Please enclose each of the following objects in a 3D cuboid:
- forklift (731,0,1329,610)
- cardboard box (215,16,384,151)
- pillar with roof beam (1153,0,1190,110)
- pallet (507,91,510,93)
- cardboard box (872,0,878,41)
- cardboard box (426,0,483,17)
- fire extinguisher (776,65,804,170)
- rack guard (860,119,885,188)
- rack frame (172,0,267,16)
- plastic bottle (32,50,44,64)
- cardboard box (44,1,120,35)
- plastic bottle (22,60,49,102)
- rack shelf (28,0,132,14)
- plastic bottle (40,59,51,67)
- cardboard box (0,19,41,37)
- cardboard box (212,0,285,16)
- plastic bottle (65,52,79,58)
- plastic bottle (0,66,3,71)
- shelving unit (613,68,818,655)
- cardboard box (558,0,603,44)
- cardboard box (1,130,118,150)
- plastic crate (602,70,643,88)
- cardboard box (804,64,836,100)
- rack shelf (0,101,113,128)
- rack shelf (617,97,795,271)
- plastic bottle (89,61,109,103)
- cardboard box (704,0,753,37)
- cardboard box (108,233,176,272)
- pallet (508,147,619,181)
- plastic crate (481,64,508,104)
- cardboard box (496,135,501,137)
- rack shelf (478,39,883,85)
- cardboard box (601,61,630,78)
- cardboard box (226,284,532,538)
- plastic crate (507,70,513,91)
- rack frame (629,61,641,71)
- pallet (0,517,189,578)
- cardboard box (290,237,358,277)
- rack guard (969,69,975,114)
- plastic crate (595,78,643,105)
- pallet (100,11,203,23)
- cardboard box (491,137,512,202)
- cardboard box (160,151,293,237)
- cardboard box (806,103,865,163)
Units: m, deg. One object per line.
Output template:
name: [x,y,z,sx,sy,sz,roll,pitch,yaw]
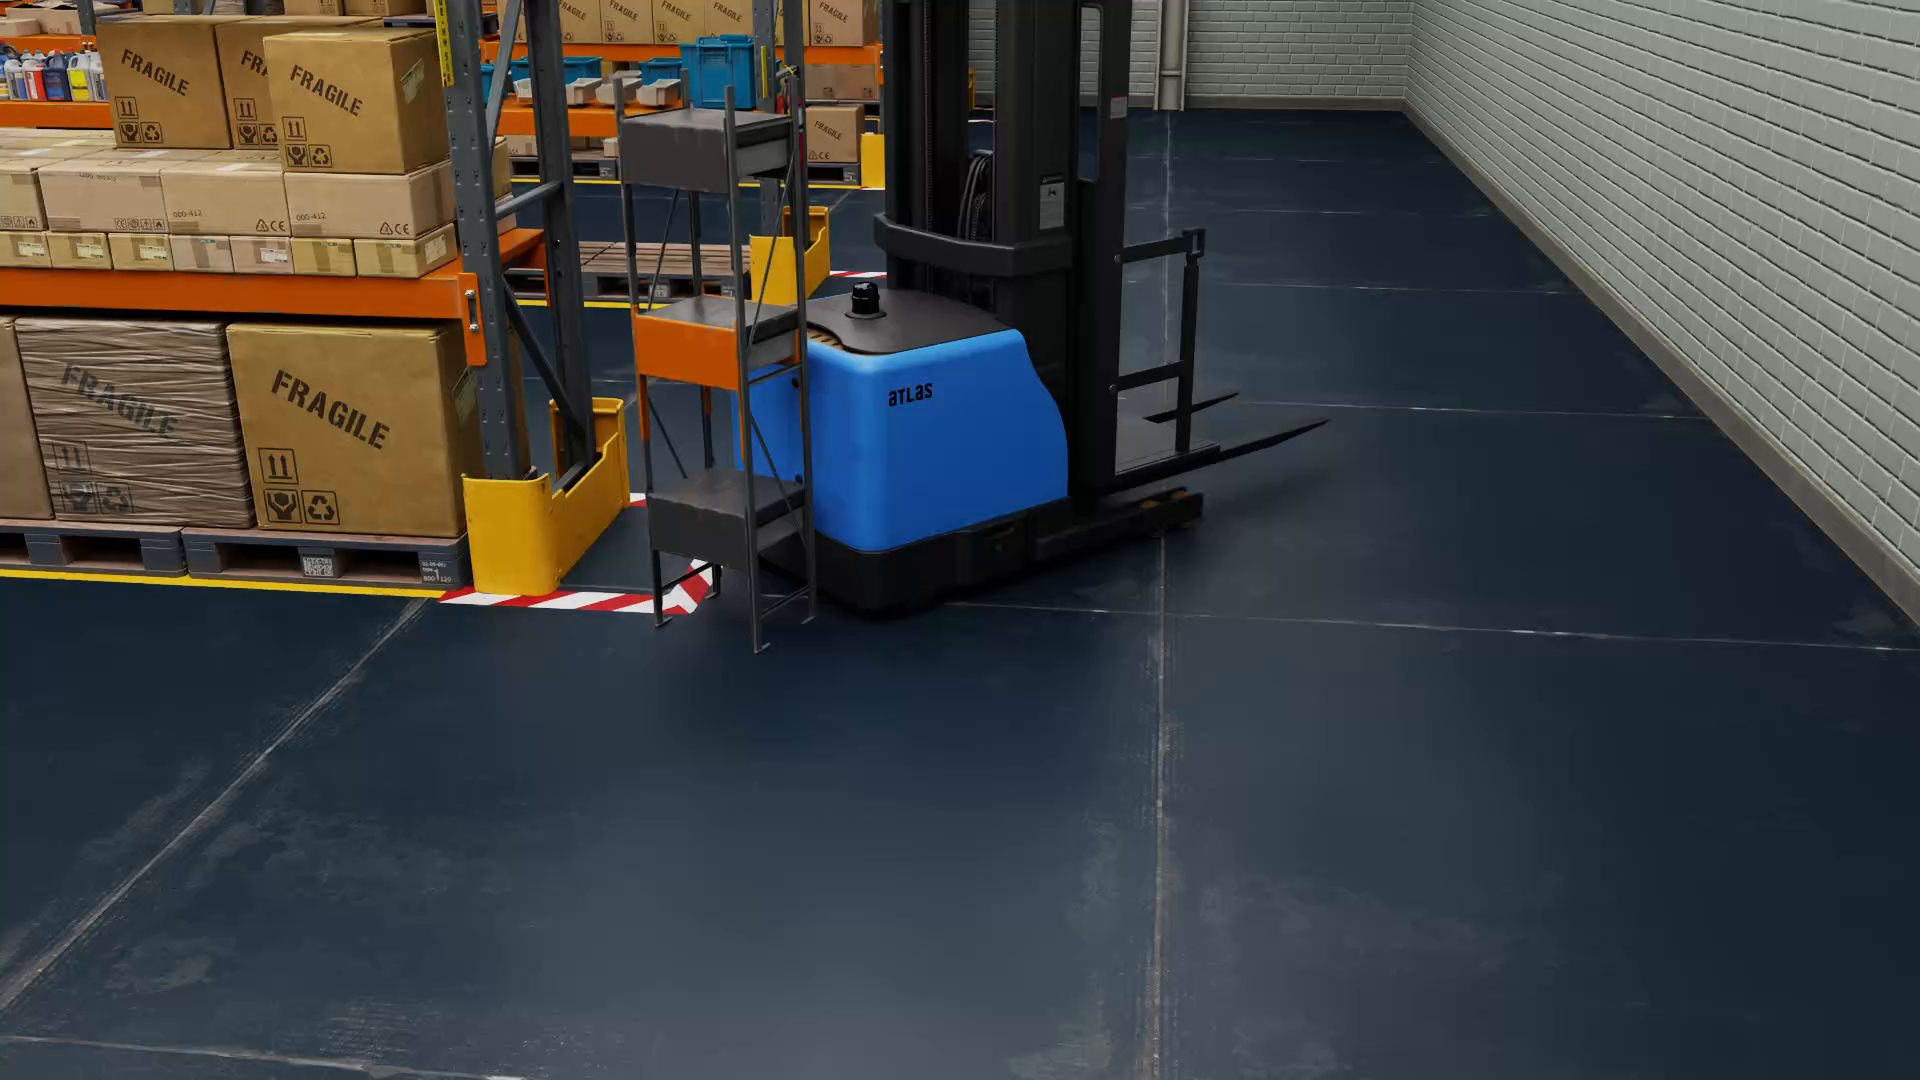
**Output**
forklift: [0.481,-1.508,7.268,3.031,2.935,1.130,-17,27,-36]
cardboard box: [-2.756,-1.940,7.047,0.500,0.500,0.500,2,22,5]
pillar with roof beam: [2.211,-8.224,16.003,0.400,9.000,9.100,2,22,6]
pallet: [-6.028,-5.741,21.675,1.213,0.211,1.003,2,22,6]
cardboard box: [-1.054,-5.160,16.277,0.500,0.500,0.500,3,22,7]
cardboard box: [-5.061,-5.516,16.604,0.500,0.500,0.700,-5,22,-12]
fire extinguisher: [-1.135,-2.808,11.076,0.183,0.674,0.296,2,22,6]
rack guard: [-0.720,-3.839,16.471,0.348,0.500,1.175,2,22,6]
rack frame: [-5.204,-3.363,11.867,0.127,3.000,1.000,2,22,6]
plastic bottle: [-6.880,-3.528,12.458,0.097,0.271,0.097,0,22,0]
cardboard box: [-8.945,-5.335,16.975,0.500,0.311,0.500,4,22,10]
plastic bottle: [-6.497,-3.242,11.730,0.135,0.276,0.152,2,22,6]
rack shelf: [-9.996,-6.905,21.805,4.000,0.370,1.077,2,22,6]
plastic bottle: [-6.500,-3.286,11.848,0.097,0.271,0.097,0,22,0]
cardboard box: [-9.515,-5.166,16.768,0.250,0.149,0.380,2,22,6]
cardboard box: [-7.065,-5.491,16.542,0.500,0.500,0.700,7,23,16]
plastic bottle: [-6.556,-3.449,12.253,0.135,0.276,0.152,2,22,6]
plastic bottle: [-6.861,-3.258,11.770,0.135,0.276,0.152,2,22,6]
shelving unit: [-0.890,-0.649,6.224,0.503,2.100,0.431,12,25,28]
cardboard box: [-3.634,-5.076,16.062,0.500,0.500,0.500,3,22,7]
cardboard box: [-3.793,-1.634,7.291,0.500,0.250,0.500,2,22,5]
plastic crate: [-2.420,-3.300,11.984,0.298,0.136,0.250,2,22,6]
cardboard box: [-1.769,-5.877,21.054,0.500,0.500,0.700,2,22,5]
rack shelf: [-7.190,-3.115,12.218,4.000,0.370,1.077,2,22,6]
rack shelf: [-0.893,-1.288,5.973,0.480,0.518,0.431,12,25,28]
plastic bottle: [-5.996,-3.220,11.675,0.135,0.276,0.152,2,22,6]
cardboard box: [-2.132,-5.010,15.896,0.500,0.500,0.500,3,22,7]
cardboard box: [-3.221,-1.204,6.747,0.250,0.149,0.380,2,22,5]
pallet: [-3.935,-3.845,16.878,1.213,0.211,1.003,2,22,6]
plastic crate: [-3.301,-3.136,11.437,0.300,0.233,0.416,2,22,6]
cardboard box: [-5.069,-4.324,17.098,0.500,0.500,0.500,2,22,4]
rack shelf: [-2.631,-4.751,16.354,4.000,0.370,1.077,2,22,6]
cardboard box: [-4.698,-6.157,21.285,0.750,0.750,0.750,3,22,7]
cardboard box: [-2.459,-0.588,7.165,0.875,0.875,0.875,2,22,6]
plastic crate: [-3.439,-3.303,11.992,0.466,0.136,0.293,2,22,6]
rack frame: [-4.038,-6.980,21.016,0.127,3.000,1.000,2,22,6]
pallet: [-3.826,-0.145,7.519,1.213,0.211,1.003,2,22,6]
cardboard box: [-2.465,-1.171,6.663,0.250,0.149,0.380,3,22,7]
rack guard: [-0.042,-5.644,21.035,0.348,0.500,1.175,2,22,6]
plastic crate: [-2.349,-3.082,11.434,0.243,0.136,0.396,2,22,6]
pallet: [-7.908,-5.252,16.905,1.003,0.211,1.213,2,22,6]
cardboard box: [-2.259,-1.570,7.130,0.500,0.250,0.500,2,22,5]
cardboard box: [-2.830,-1.397,6.692,0.500,0.250,0.500,2,22,5]
cardboard box: [-1.214,-3.974,16.214,0.500,0.500,0.500,2,22,6]
